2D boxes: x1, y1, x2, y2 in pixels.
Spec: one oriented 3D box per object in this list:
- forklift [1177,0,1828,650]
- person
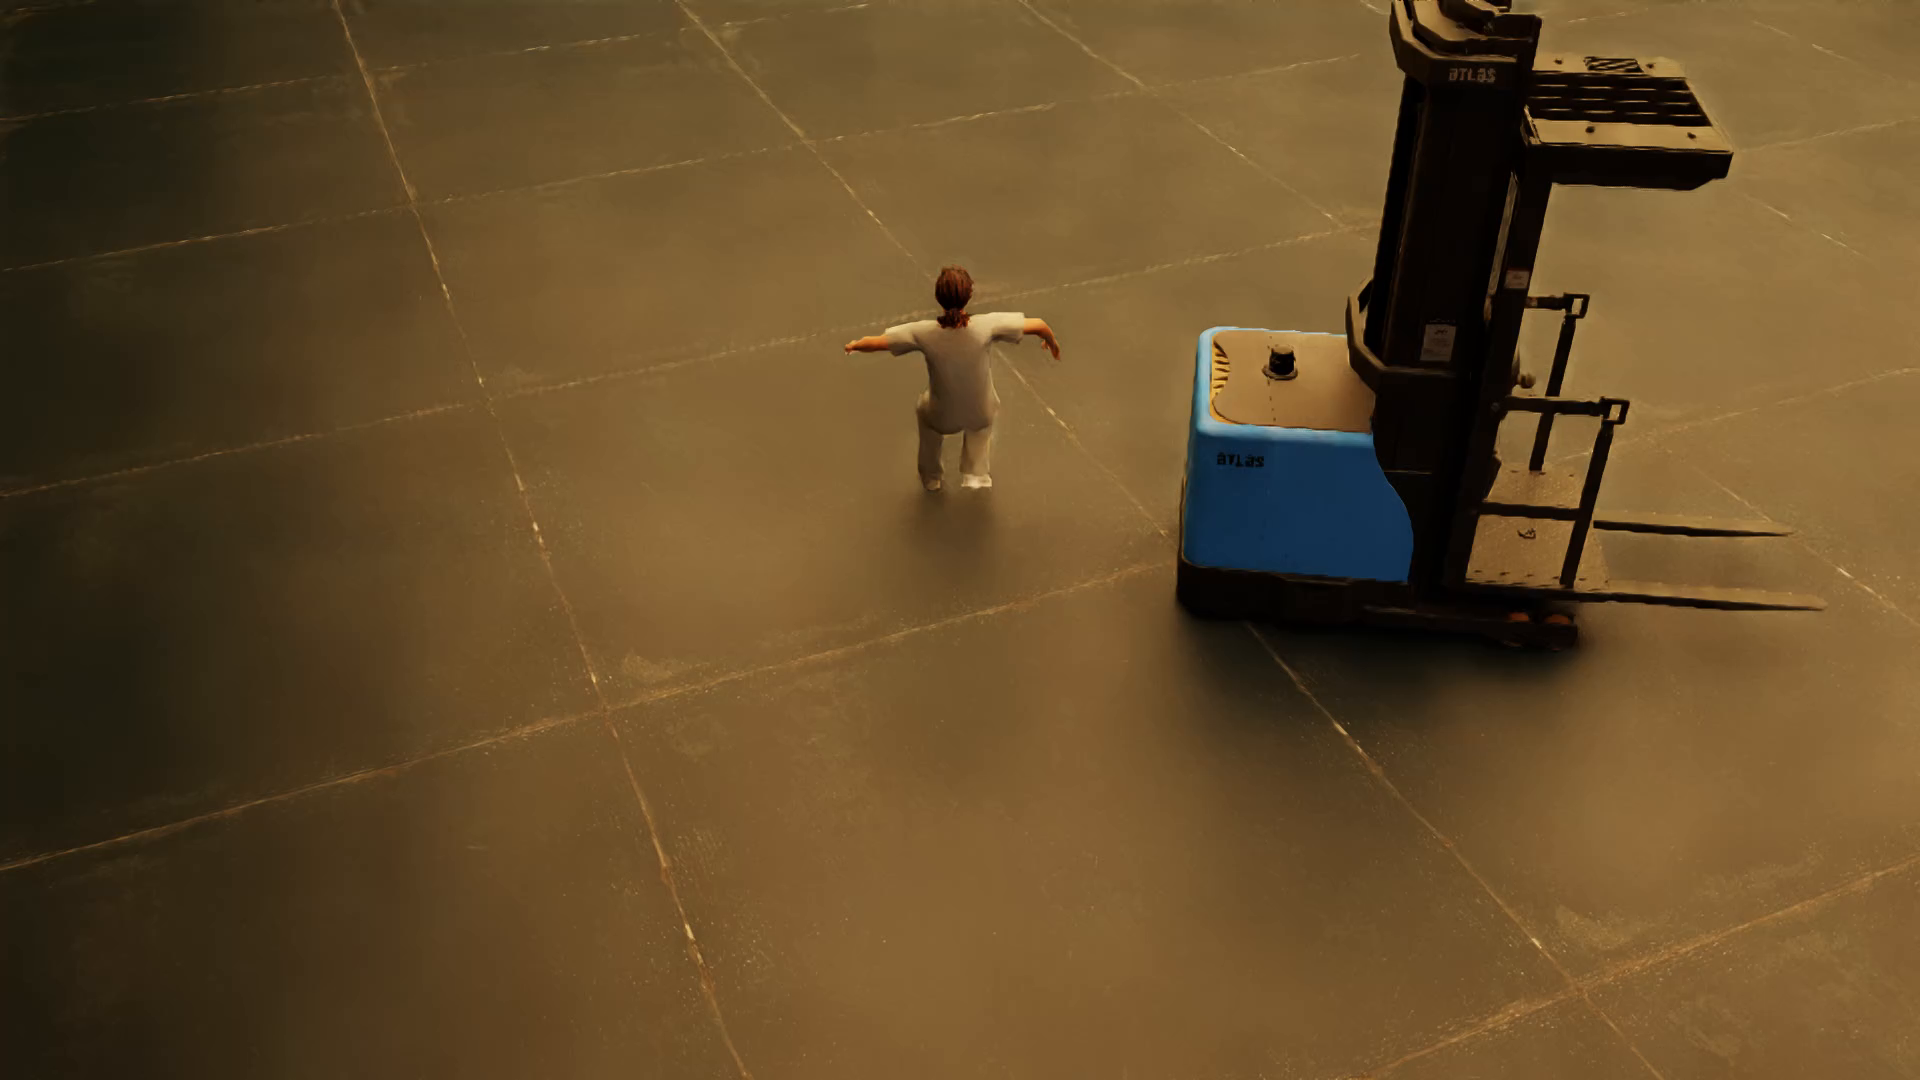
[{"bbox_3d":[2.618,-1.003,7.509,3.031,2.935,1.130,4,36,6],"label":"forklift"},{"bbox_3d":[-0.041,-0.820,8.503,1.082,1.481,0.800,-3,36,-4],"label":"person"}]
